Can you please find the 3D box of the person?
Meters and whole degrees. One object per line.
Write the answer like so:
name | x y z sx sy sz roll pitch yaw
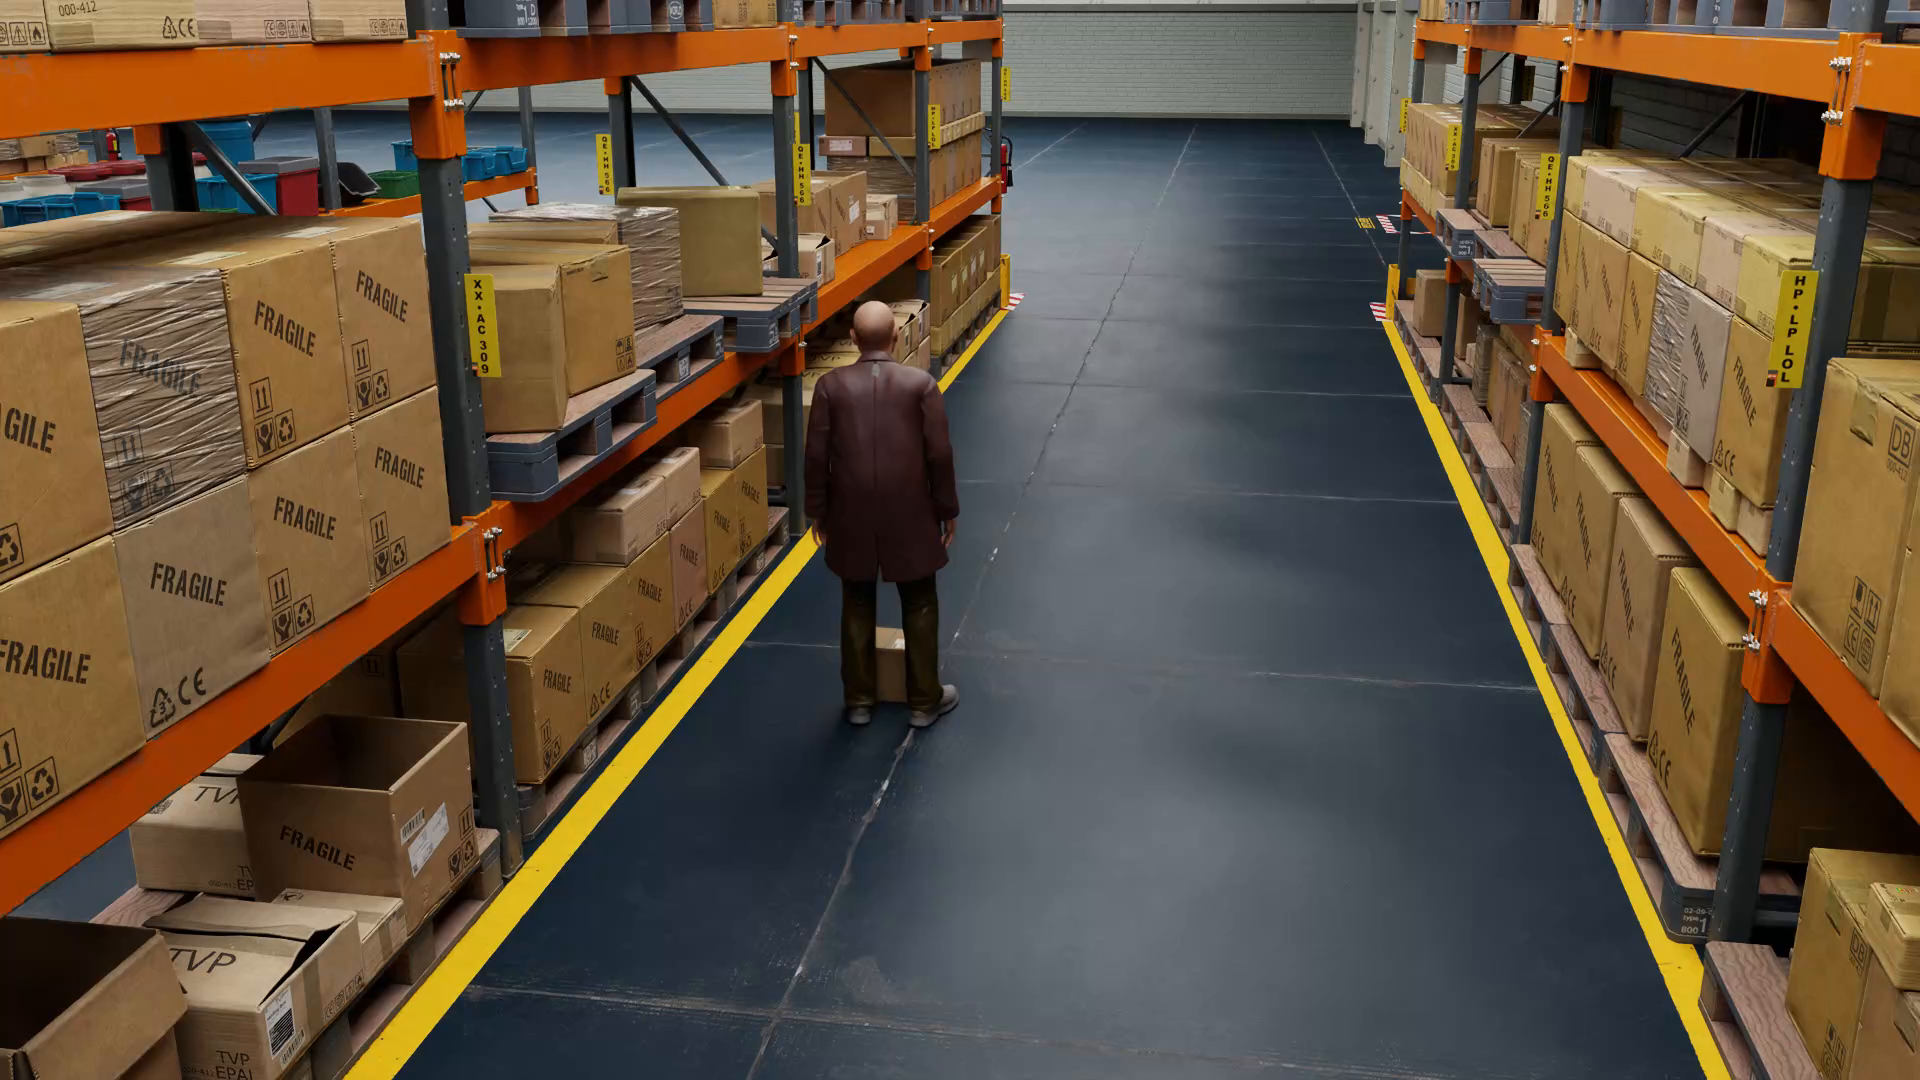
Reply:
person | -0.324 -0.099 6.891 0.648 1.772 0.433 2 18 5
